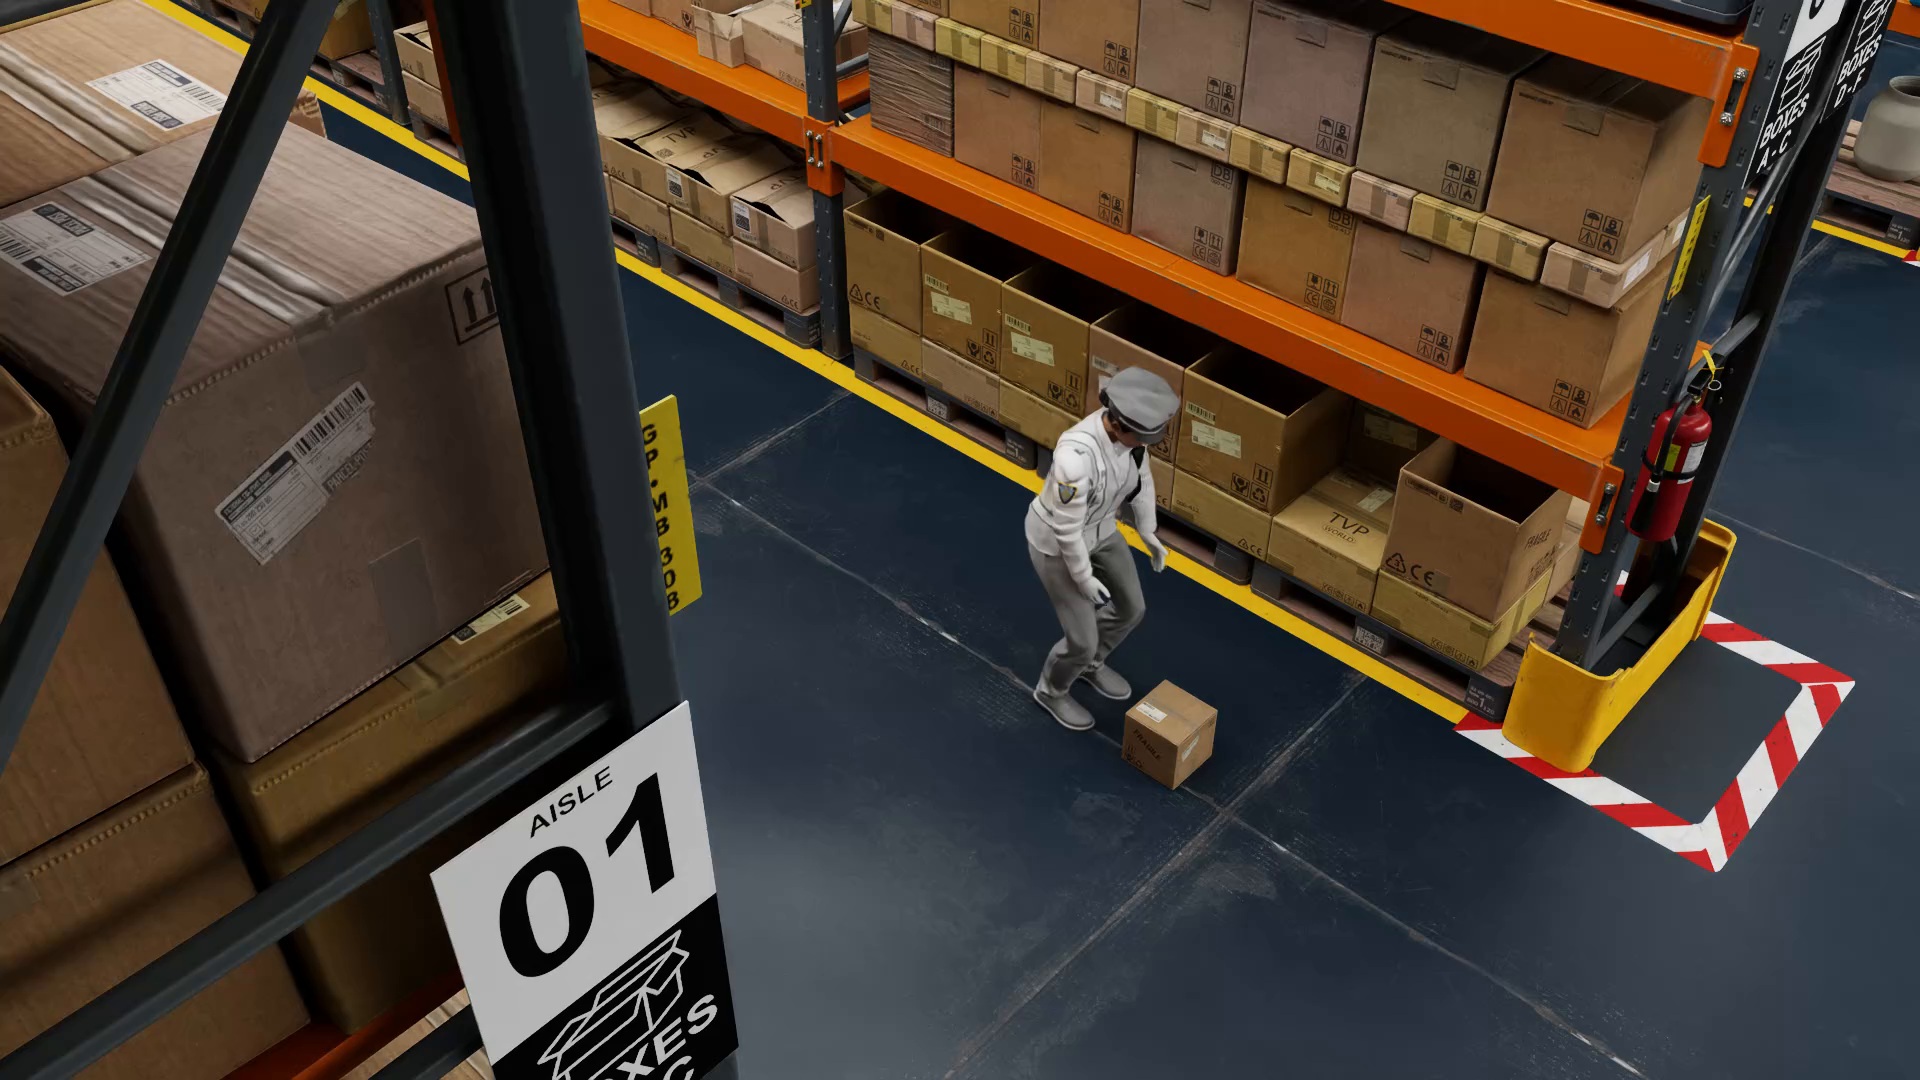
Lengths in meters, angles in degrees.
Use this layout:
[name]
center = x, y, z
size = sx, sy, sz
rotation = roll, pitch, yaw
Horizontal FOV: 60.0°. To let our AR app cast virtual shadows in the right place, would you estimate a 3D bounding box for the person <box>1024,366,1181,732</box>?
[person]
center = 0.520, 0.021, 6.209
size = 0.526, 1.576, 0.516
rotation = 31, 49, 32
